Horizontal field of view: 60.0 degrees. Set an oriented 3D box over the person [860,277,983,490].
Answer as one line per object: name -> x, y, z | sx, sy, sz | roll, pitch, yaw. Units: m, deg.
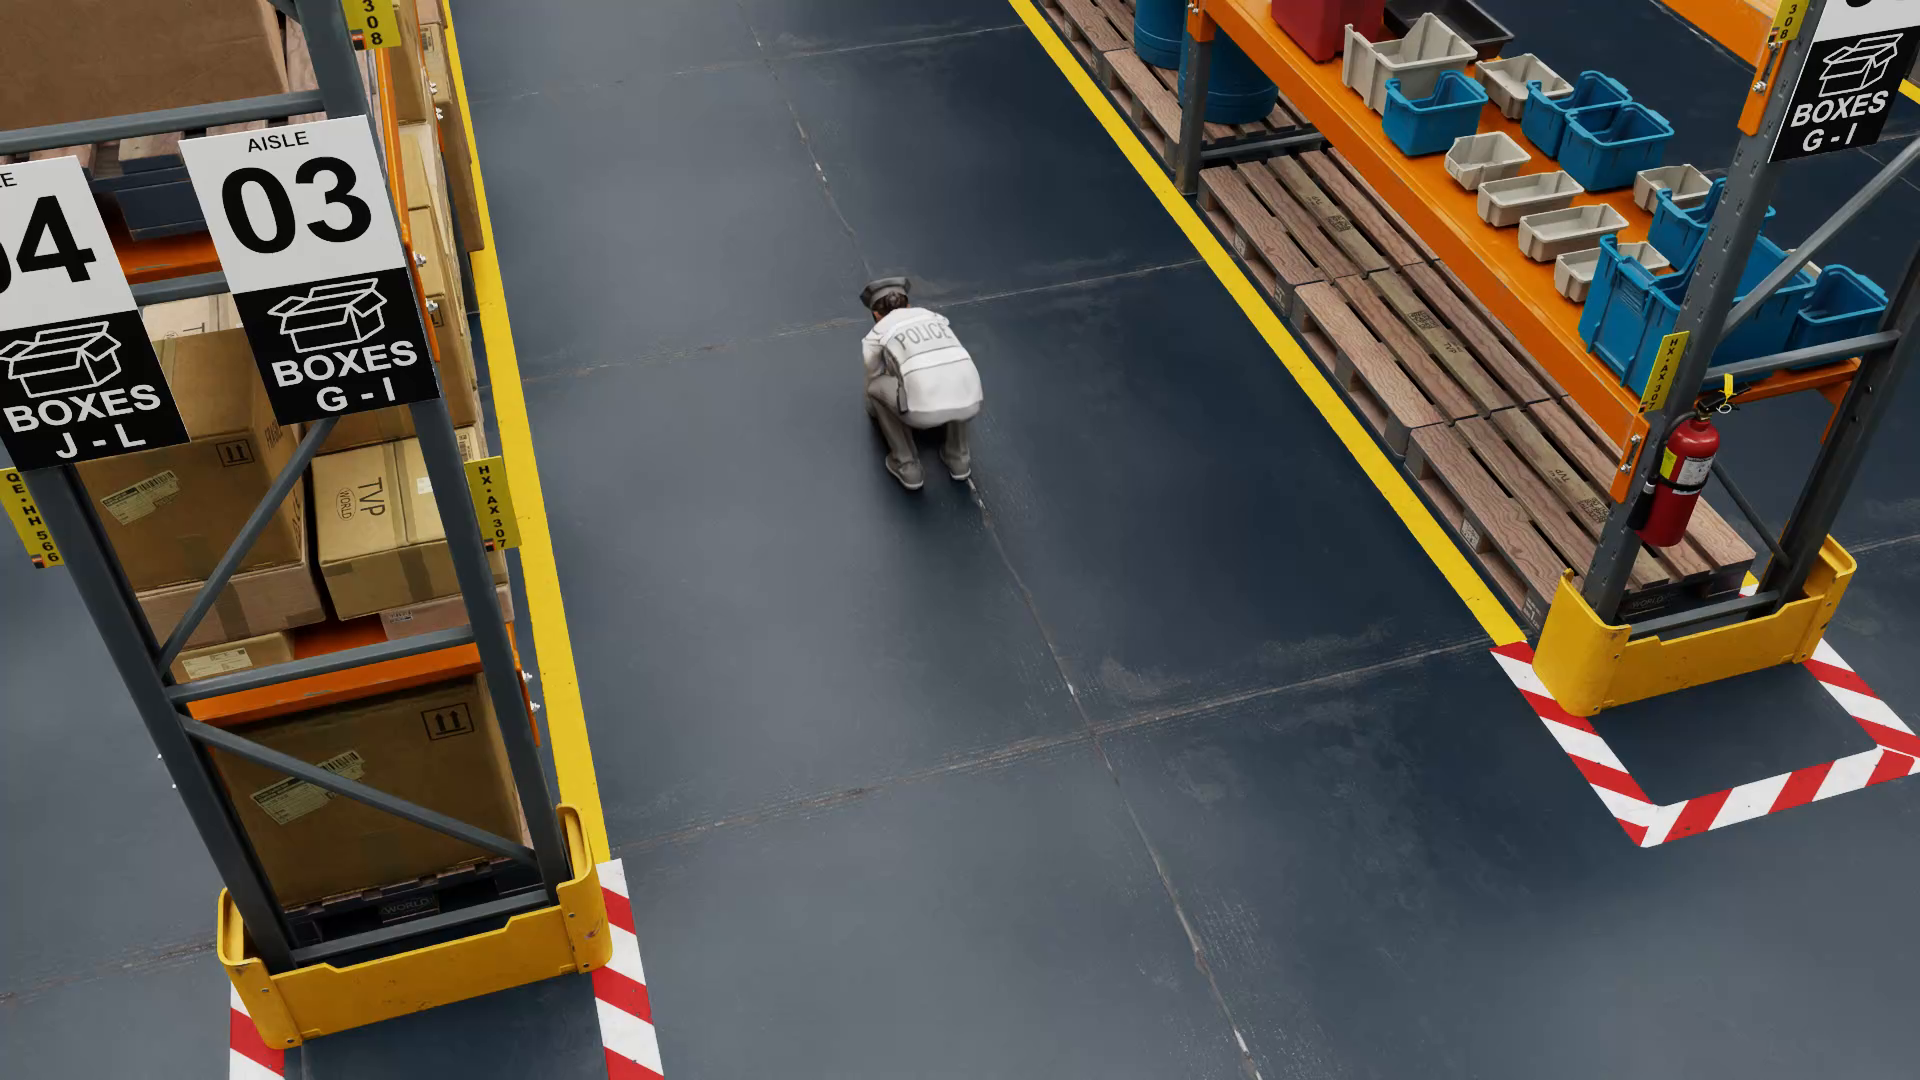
person -> -0.196, -0.708, 7.626 | 0.456, 0.760, 0.915 | -13, 44, -14
